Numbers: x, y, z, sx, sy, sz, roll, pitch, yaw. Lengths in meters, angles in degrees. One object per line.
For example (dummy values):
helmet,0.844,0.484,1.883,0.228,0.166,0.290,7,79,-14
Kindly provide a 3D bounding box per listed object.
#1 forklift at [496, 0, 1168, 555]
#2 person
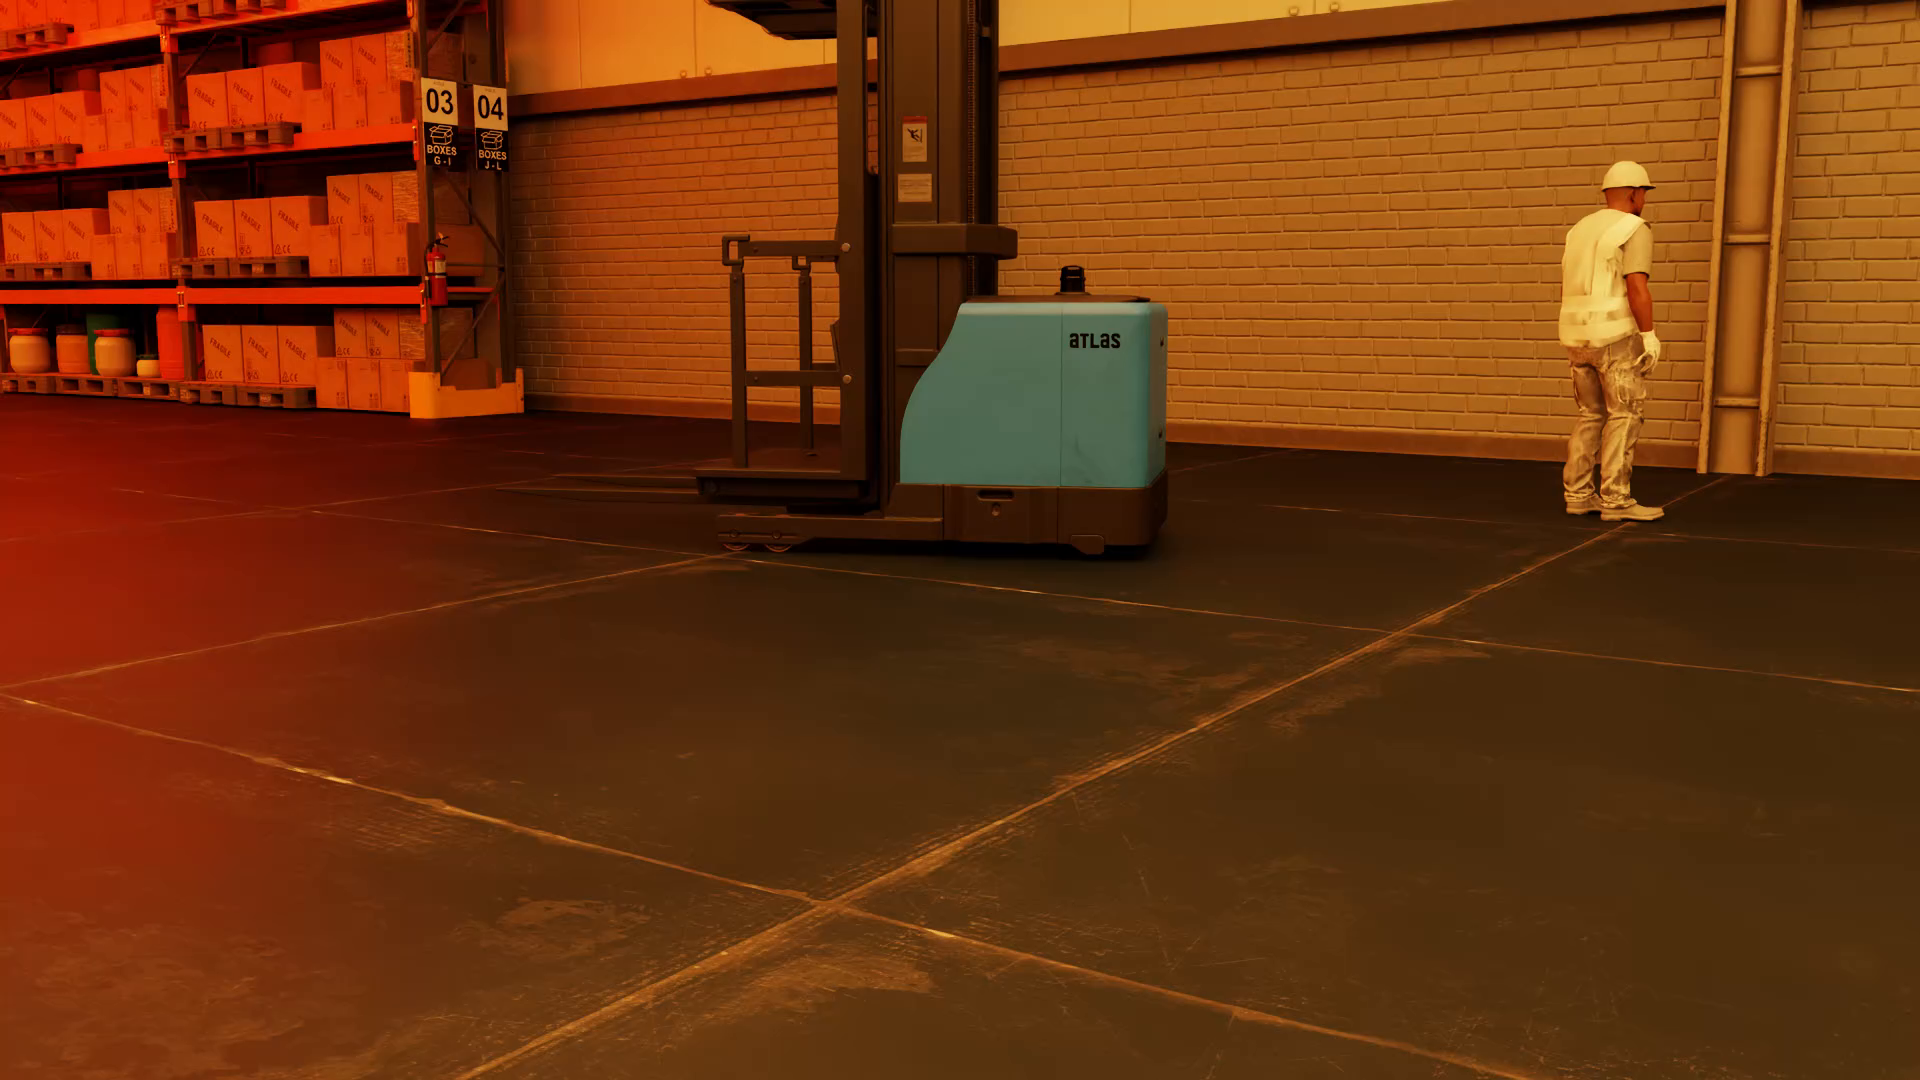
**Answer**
forklift,-0.596,-1.469,7.520,3.031,2.935,1.130,2,8,12
person,3.264,-0.999,8.348,0.449,1.773,0.620,-2,8,-16
